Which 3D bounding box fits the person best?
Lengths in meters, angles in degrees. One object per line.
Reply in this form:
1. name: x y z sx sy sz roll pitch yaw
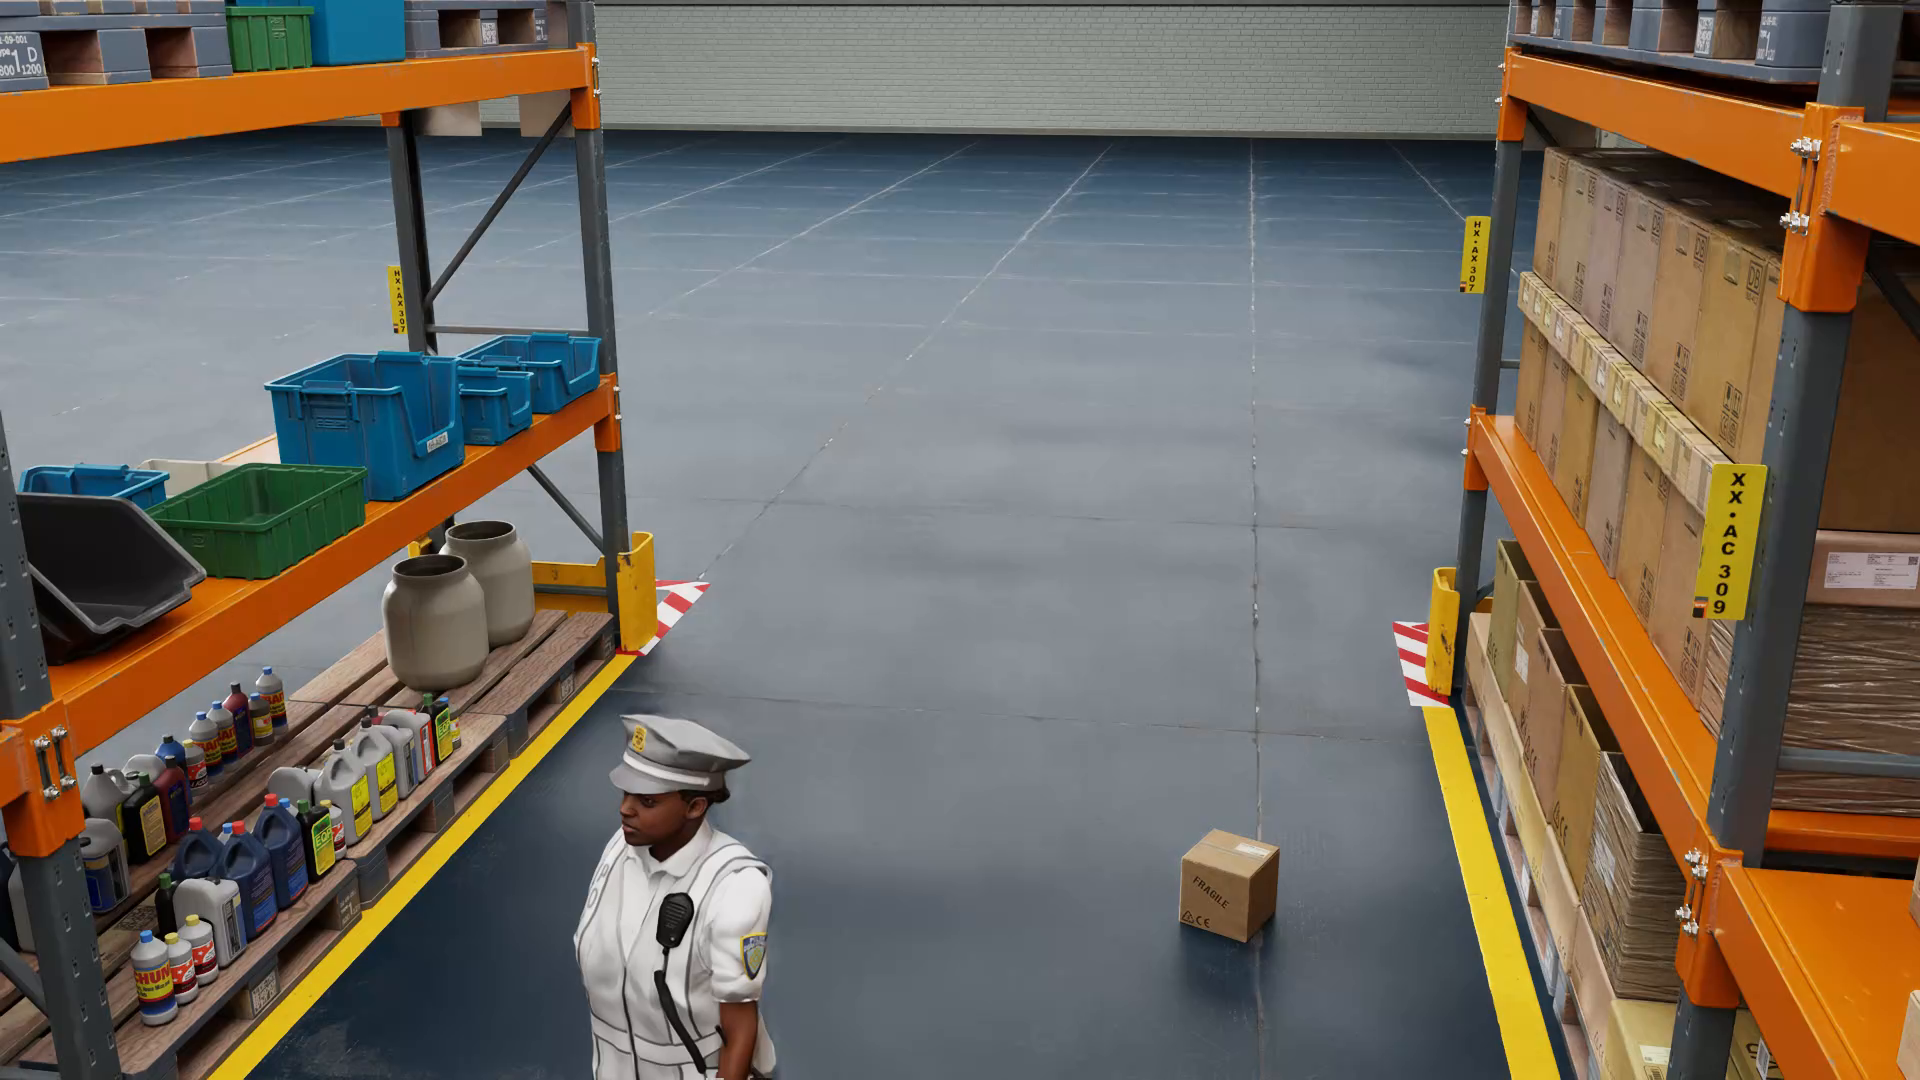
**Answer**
1. person: -0.607 1.180 3.414 0.445 1.733 0.722 10 20 28
